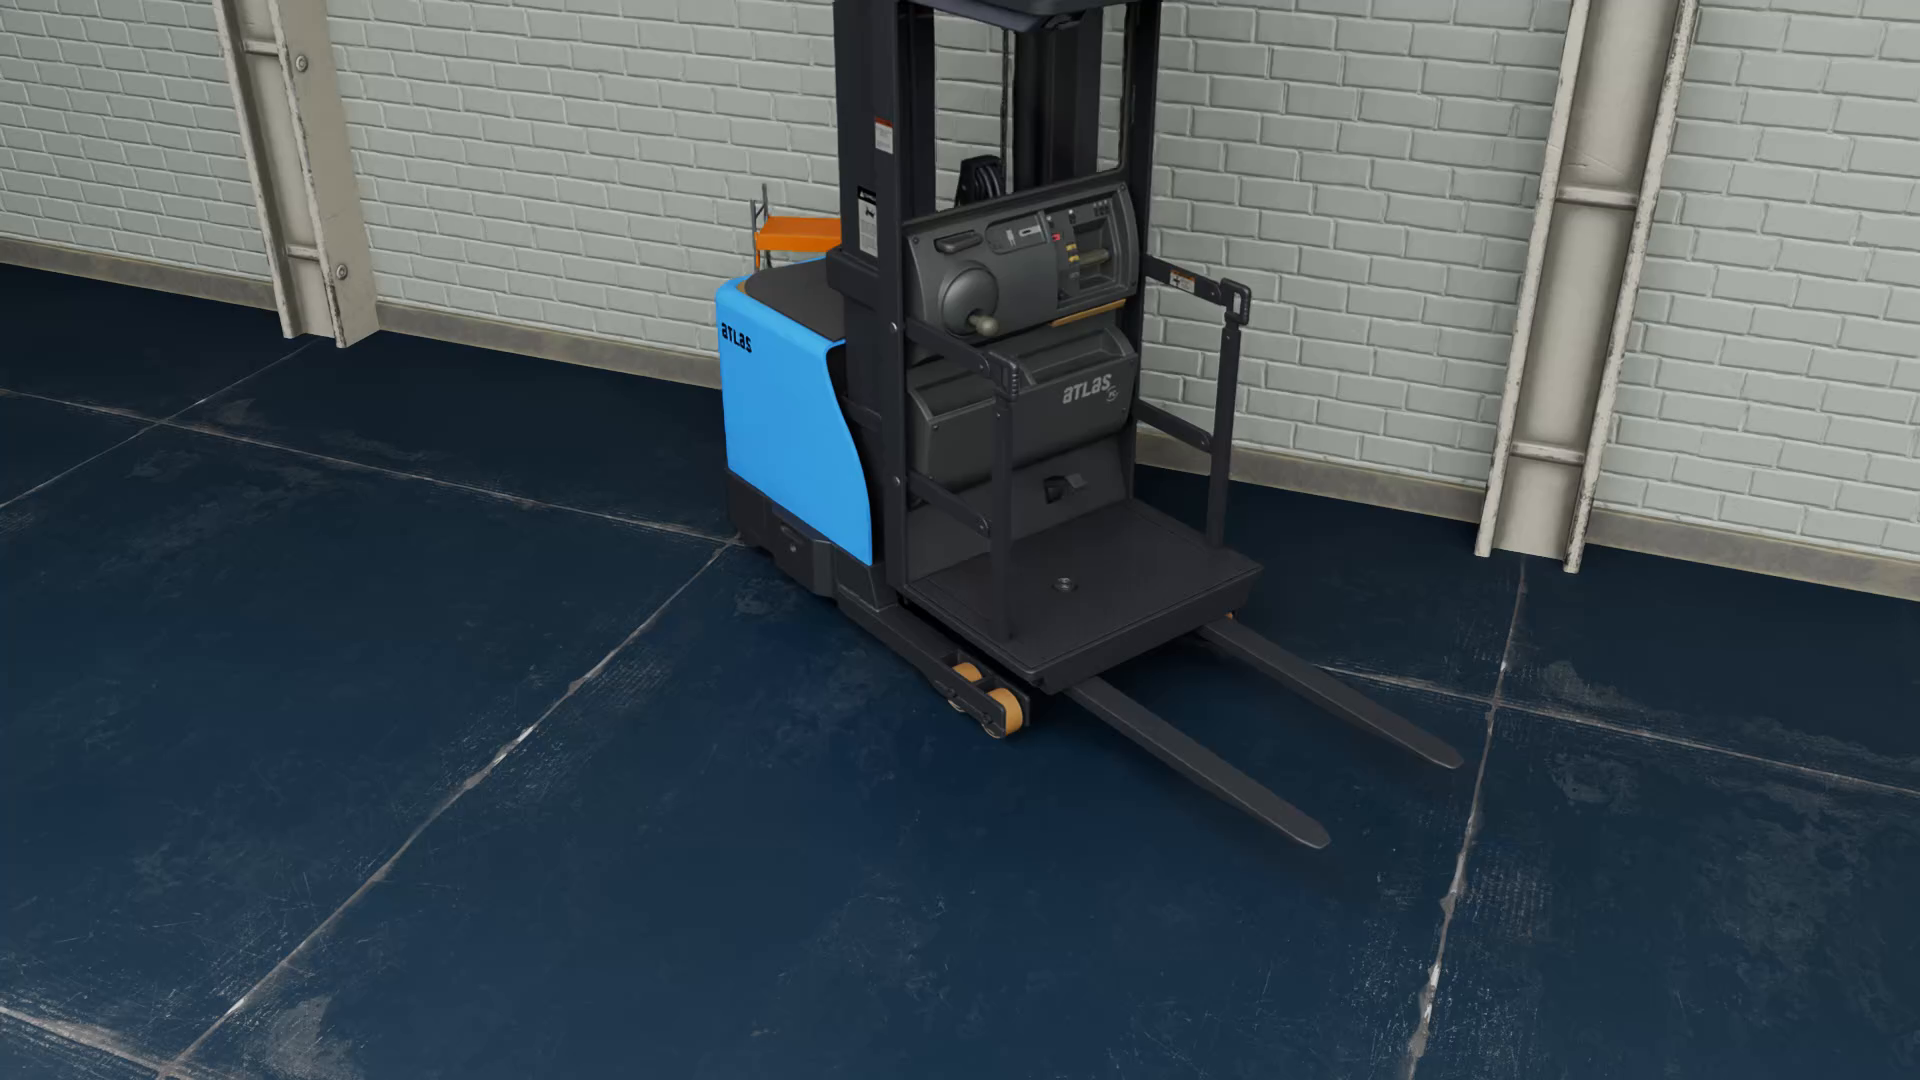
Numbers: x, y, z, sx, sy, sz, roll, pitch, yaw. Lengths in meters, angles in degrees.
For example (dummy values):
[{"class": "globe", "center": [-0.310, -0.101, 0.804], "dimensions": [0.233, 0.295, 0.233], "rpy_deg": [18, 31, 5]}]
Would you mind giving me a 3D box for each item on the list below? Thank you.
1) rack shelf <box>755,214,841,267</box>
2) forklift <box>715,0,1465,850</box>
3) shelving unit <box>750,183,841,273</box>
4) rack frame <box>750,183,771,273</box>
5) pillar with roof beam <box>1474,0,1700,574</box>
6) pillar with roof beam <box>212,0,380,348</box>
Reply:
[{"class": "rack shelf", "center": [-0.588, -1.240, 6.925], "dimensions": [0.480, 0.148, 0.258], "rpy_deg": [3, 30, 6]}, {"class": "forklift", "center": [0.356, -0.889, 5.344], "dimensions": [1.130, 2.935, 3.031], "rpy_deg": [-21, 36, -32]}, {"class": "shelving unit", "center": [-0.588, -0.898, 7.119], "dimensions": [0.503, 1.200, 0.258], "rpy_deg": [3, 30, 6]}, {"class": "rack frame", "center": [-0.830, -0.912, 7.144], "dimensions": [0.015, 1.200, 0.240], "rpy_deg": [3, 30, 6]}, {"class": "pillar with roof beam", "center": [0.677, -1.929, 1.018], "dimensions": [0.400, 9.000, 9.100], "rpy_deg": [11, 31, 19]}, {"class": "pillar with roof beam", "center": [-4.883, -3.039, 2.981], "dimensions": [0.400, 9.000, 9.100], "rpy_deg": [11, 31, 19]}]
